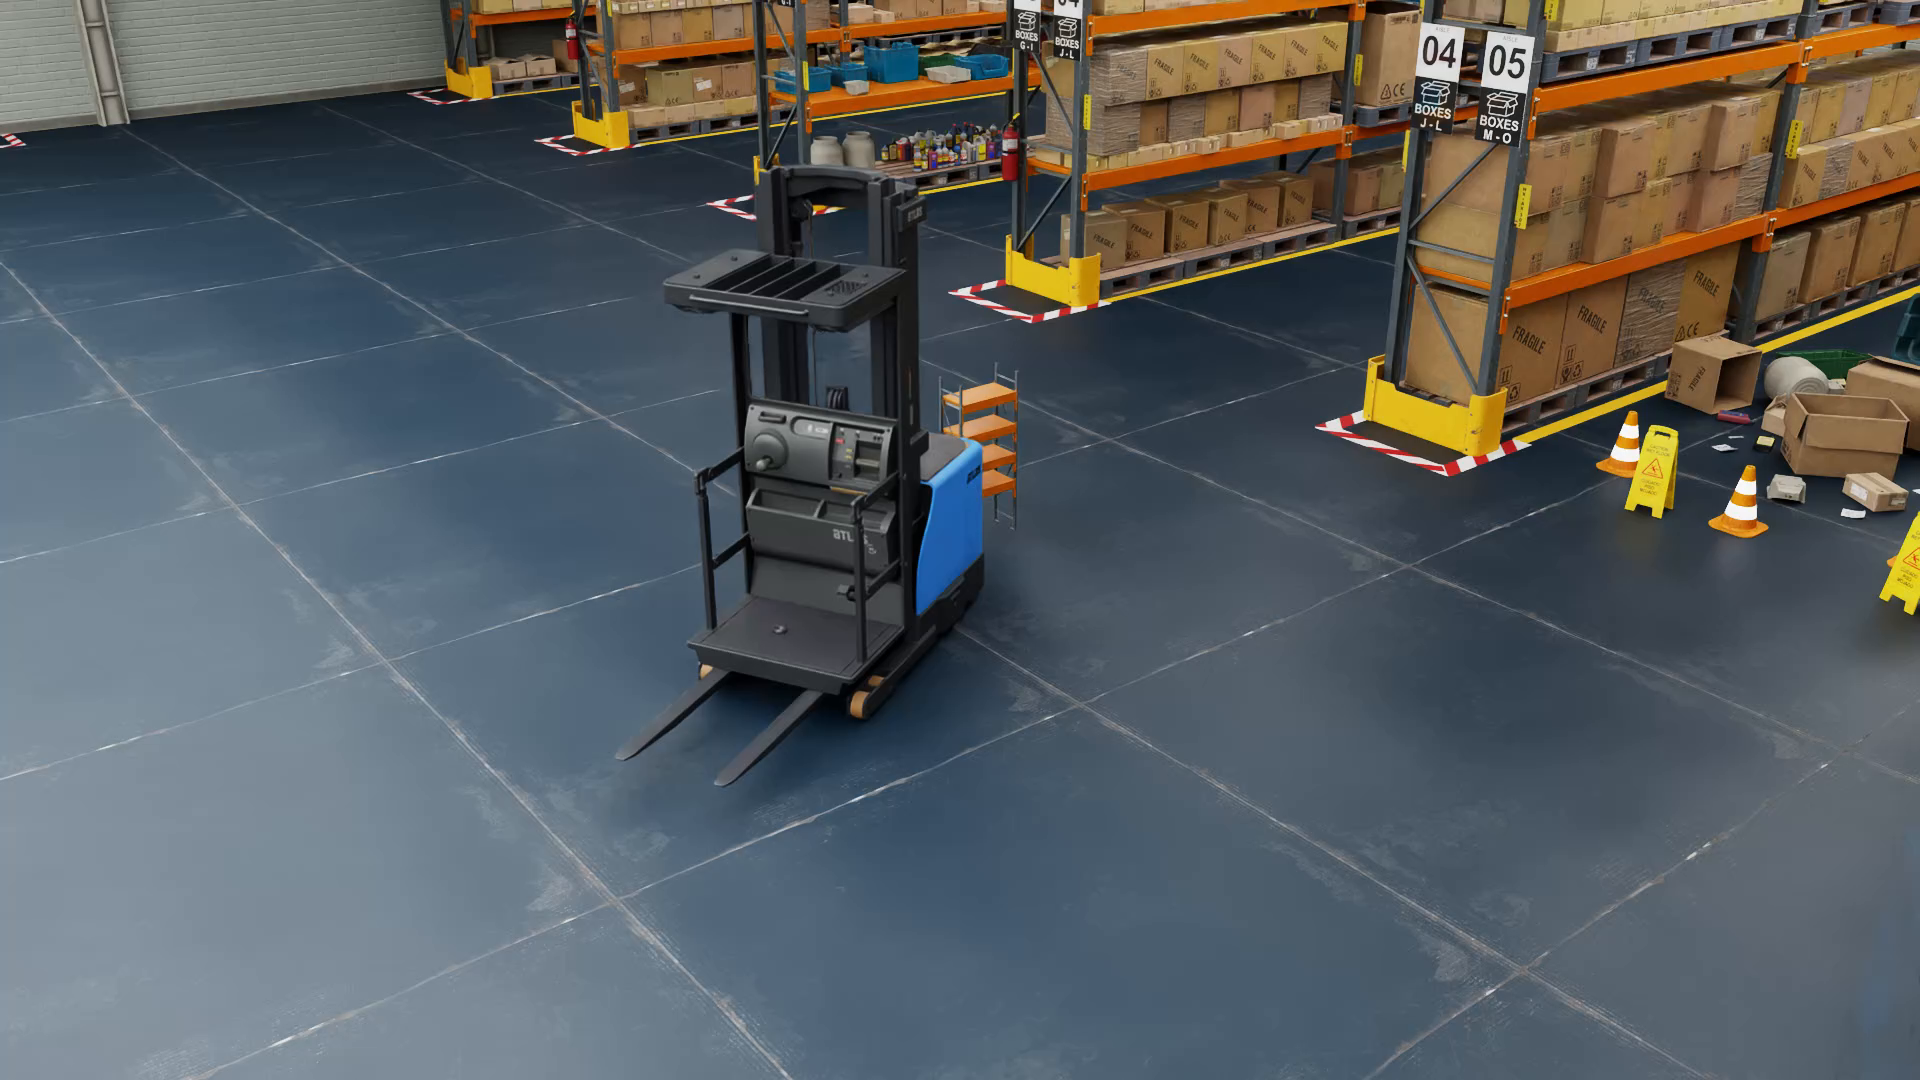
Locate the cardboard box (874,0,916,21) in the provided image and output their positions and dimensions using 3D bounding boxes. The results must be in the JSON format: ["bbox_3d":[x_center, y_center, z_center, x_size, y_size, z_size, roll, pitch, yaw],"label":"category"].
[{"bbox_3d":[-1.042,-8.620,26.642,0.500,0.500,0.500,-16,29,-30],"label":"cardboard box"}]

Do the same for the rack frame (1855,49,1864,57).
[{"bbox_3d":[13.482,-8.078,25.593,0.127,3.000,1.000,-18,31,-34],"label":"rack frame"}]

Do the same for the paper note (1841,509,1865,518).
[{"bbox_3d":[6.522,-0.197,12.139,0.148,0.019,0.142,15,29,29],"label":"paper note"}]

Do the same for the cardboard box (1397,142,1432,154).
[{"bbox_3d":[5.802,-4.587,20.518,0.500,0.500,0.700,-15,29,-30],"label":"cardboard box"}]

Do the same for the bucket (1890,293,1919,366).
[{"bbox_3d":[8.336,-1.697,13.927,0.620,0.611,0.726,2,23,-21],"label":"bucket"}]

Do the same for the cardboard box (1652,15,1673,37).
[{"bbox_3d":[5.333,-4.046,13.022,0.250,0.149,0.380,-19,31,-34],"label":"cardboard box"}]

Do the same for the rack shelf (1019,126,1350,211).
[{"bbox_3d":[2.466,-4.115,17.909,4.000,0.370,1.077,-18,31,-34],"label":"rack shelf"}]

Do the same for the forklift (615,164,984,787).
[{"bbox_3d":[-0.901,-0.505,9.357,1.130,2.935,3.031,11,27,22],"label":"forklift"}]

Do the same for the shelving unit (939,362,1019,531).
[{"bbox_3d":[0.130,-0.587,11.590,0.503,1.200,0.258,-18,31,-34],"label":"shelving unit"}]

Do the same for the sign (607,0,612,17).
[{"bbox_3d":[-4.880,-7.448,23.112,0.005,0.325,0.100,-18,31,-34],"label":"sign"}]

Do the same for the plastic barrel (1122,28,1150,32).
[{"bbox_3d":[2.449,-7.030,23.173,0.433,0.535,0.433,0,25,0],"label":"plastic barrel"}]

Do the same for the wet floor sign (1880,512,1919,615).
[{"bbox_3d":[6.197,0.124,10.717,0.232,0.644,0.267,-8,26,-16],"label":"wet floor sign"}]

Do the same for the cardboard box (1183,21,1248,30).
[{"bbox_3d":[2.742,-5.302,17.952,0.500,0.500,0.500,-18,31,-34],"label":"cardboard box"}]

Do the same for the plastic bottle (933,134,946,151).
[{"bbox_3d":[-0.280,-5.292,22.302,0.135,0.276,0.152,-18,31,-34],"label":"plastic bottle"}]

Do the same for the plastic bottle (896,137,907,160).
[{"bbox_3d":[-0.775,-5.206,22.116,0.135,0.276,0.152,-18,30,-34],"label":"plastic bottle"}]

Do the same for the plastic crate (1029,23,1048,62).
[{"bbox_3d":[1.175,-6.858,22.888,0.583,0.464,0.402,-18,31,-34],"label":"plastic crate"}]

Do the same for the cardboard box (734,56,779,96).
[{"bbox_3d":[-3.092,-7.077,25.313,0.500,0.500,0.500,-18,31,-34],"label":"cardboard box"}]

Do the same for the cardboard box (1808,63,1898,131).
[{"bbox_3d":[8.607,-4.318,16.184,0.500,0.500,0.700,-19,31,-35],"label":"cardboard box"}]

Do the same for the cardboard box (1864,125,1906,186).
[{"bbox_3d":[8.792,-3.777,16.206,0.500,0.500,0.500,-18,30,-33],"label":"cardboard box"}]

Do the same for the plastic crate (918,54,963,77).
[{"bbox_3d":[-0.259,-6.247,21.898,0.662,0.188,0.450,-18,31,-34],"label":"plastic crate"}]

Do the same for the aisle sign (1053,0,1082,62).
[{"bbox_3d":[1.028,-4.986,15.842,0.004,0.787,0.394,-18,31,-34],"label":"aisle sign"}]

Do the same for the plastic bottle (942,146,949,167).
[{"bbox_3d":[-0.197,-5.008,21.695,0.097,0.271,0.097,0,25,0],"label":"plastic bottle"}]

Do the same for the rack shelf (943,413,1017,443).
[{"bbox_3d":[0.130,-0.729,11.524,0.480,0.148,0.258,-18,31,-34],"label":"rack shelf"}]

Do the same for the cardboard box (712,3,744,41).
[{"bbox_3d":[-3.626,-7.770,24.810,0.500,0.500,0.700,-17,30,-33],"label":"cardboard box"}]

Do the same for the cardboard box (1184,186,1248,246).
[{"bbox_3d":[2.814,-3.588,18.389,0.500,0.500,0.500,-22,33,-38],"label":"cardboard box"}]

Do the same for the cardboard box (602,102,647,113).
[{"bbox_3d":[-4.978,-6.385,24.712,0.500,0.250,0.500,-18,31,-34],"label":"cardboard box"}]

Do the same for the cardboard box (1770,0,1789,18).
[{"bbox_3d":[6.733,-4.508,14.018,0.250,0.149,0.380,-18,30,-33],"label":"cardboard box"}]

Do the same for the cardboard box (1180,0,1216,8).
[{"bbox_3d":[2.225,-5.518,16.690,0.500,0.250,0.500,-18,31,-34],"label":"cardboard box"}]

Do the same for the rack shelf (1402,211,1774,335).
[{"bbox_3d":[5.447,-2.446,14.312,4.000,0.370,1.077,-18,31,-34],"label":"rack shelf"}]

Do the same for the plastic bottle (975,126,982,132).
[{"bbox_3d":[0.224,-5.535,22.827,0.135,0.276,0.152,-17,30,-32],"label":"plastic bottle"}]

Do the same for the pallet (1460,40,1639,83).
[{"bbox_3d":[4.450,-3.769,12.851,1.213,0.211,1.003,-18,31,-34],"label":"pallet"}]

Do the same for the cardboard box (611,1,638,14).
[{"bbox_3d":[-4.776,-7.575,23.619,0.250,0.149,0.380,-19,31,-34],"label":"cardboard box"}]

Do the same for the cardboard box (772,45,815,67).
[{"bbox_3d":[-2.629,-7.510,26.246,0.500,0.500,0.500,-18,31,-34],"label":"cardboard box"}]

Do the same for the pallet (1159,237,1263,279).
[{"bbox_3d":[2.572,-3.191,18.376,1.213,0.211,1.003,-18,31,-34],"label":"pallet"}]

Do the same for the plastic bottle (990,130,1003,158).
[{"bbox_3d":[0.503,-5.287,22.203,0.185,0.351,0.144,-20,32,-37],"label":"plastic bottle"}]

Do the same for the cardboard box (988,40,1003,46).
[{"bbox_3d":[0.817,-8.263,28.092,0.500,0.311,0.500,-17,30,-33],"label":"cardboard box"}]

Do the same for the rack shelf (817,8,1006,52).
[{"bbox_3d":[-0.497,-8.437,27.221,4.000,0.370,1.077,-18,31,-34],"label":"rack shelf"}]

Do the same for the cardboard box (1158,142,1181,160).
[{"bbox_3d":[2.063,-4.056,17.225,0.250,0.149,0.380,-18,31,-34],"label":"cardboard box"}]

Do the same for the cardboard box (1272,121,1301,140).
[{"bbox_3d":[3.487,-4.485,18.150,0.250,0.149,0.380,-18,31,-34],"label":"cardboard box"}]

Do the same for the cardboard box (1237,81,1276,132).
[{"bbox_3d":[2.901,-4.763,17.979,0.500,0.500,0.875,-18,31,-34],"label":"cardboard box"}]

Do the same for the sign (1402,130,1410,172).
[{"bbox_3d":[3.549,-3.069,13.142,0.005,0.325,0.100,-18,31,-34],"label":"sign"}]

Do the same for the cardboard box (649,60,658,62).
[{"bbox_3d":[-5.533,-8.649,29.666,0.380,0.166,0.250,22,33,39],"label":"cardboard box"}]

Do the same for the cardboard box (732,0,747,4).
[{"bbox_3d":[-3.360,-8.042,24.627,0.250,0.149,0.380,-17,30,-32],"label":"cardboard box"}]

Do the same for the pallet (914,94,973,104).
[{"bbox_3d":[-0.554,-7.502,27.664,1.213,0.211,1.003,-18,31,-34],"label":"pallet"}]

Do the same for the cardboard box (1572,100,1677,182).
[{"bbox_3d":[5.426,-3.349,13.941,0.500,0.550,0.875,-18,31,-34],"label":"cardboard box"}]

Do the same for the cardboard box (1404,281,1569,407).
[{"bbox_3d":[4.366,-1.677,13.826,0.875,0.875,0.875,-18,30,-34],"label":"cardboard box"}]

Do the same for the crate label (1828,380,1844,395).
[{"bbox_3d":[7.483,-1.289,14.364,0.298,0.136,0.250,5,25,11],"label":"crate label"}]

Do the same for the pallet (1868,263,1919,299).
[{"bbox_3d":[9.501,-2.886,17.718,1.213,0.211,1.003,-18,31,-34],"label":"pallet"}]

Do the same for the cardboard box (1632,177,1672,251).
[{"bbox_3d":[5.466,-2.837,14.123,0.500,0.550,0.875,-18,31,-34],"label":"cardboard box"}]

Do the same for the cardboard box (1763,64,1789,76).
[{"bbox_3d":[11.612,-6.645,24.529,0.875,0.875,0.875,-18,31,-34],"label":"cardboard box"}]

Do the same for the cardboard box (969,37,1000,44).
[{"bbox_3d":[0.484,-8.442,28.477,0.500,0.311,0.500,-17,30,-32],"label":"cardboard box"}]

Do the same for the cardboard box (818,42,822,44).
[{"bbox_3d":[-2.994,-9.689,31.510,0.500,0.500,0.700,-18,31,-34],"label":"cardboard box"}]

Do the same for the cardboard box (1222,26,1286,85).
[{"bbox_3d":[3.068,-5.127,17.574,0.500,0.500,0.500,-18,31,-34],"label":"cardboard box"}]

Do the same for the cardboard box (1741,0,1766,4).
[{"bbox_3d":[6.393,-4.611,13.766,0.500,0.250,0.500,-18,31,-34],"label":"cardboard box"}]

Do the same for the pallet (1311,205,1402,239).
[{"bbox_3d":[4.651,-3.899,19.900,1.213,0.211,1.003,-18,31,-34],"label":"pallet"}]
